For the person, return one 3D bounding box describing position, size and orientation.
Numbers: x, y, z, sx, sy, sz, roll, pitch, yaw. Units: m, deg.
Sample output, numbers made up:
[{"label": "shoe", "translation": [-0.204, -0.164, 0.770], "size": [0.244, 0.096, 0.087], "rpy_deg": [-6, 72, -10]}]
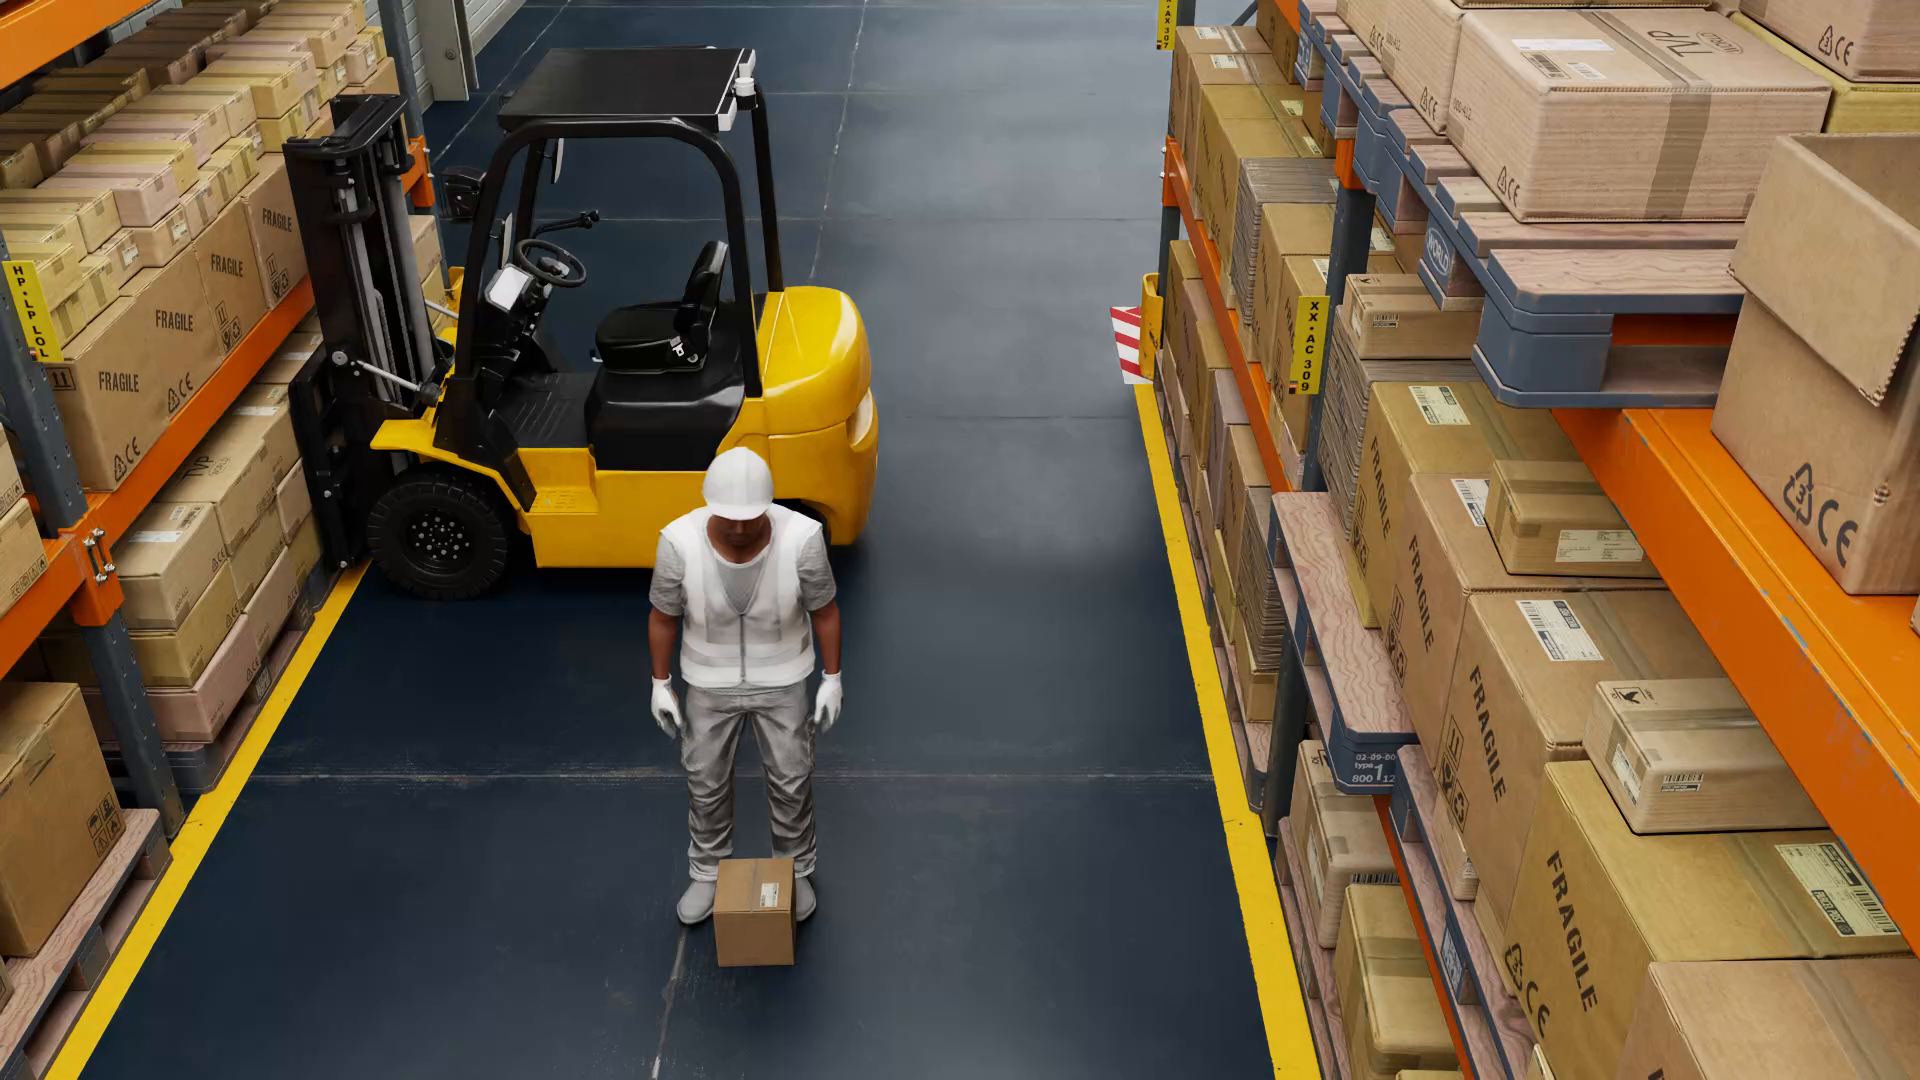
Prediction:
[{"label": "person", "translation": [-0.684, 0.471, 5.349], "size": [0.621, 1.773, 0.450], "rpy_deg": [-2, 31, -3]}]
